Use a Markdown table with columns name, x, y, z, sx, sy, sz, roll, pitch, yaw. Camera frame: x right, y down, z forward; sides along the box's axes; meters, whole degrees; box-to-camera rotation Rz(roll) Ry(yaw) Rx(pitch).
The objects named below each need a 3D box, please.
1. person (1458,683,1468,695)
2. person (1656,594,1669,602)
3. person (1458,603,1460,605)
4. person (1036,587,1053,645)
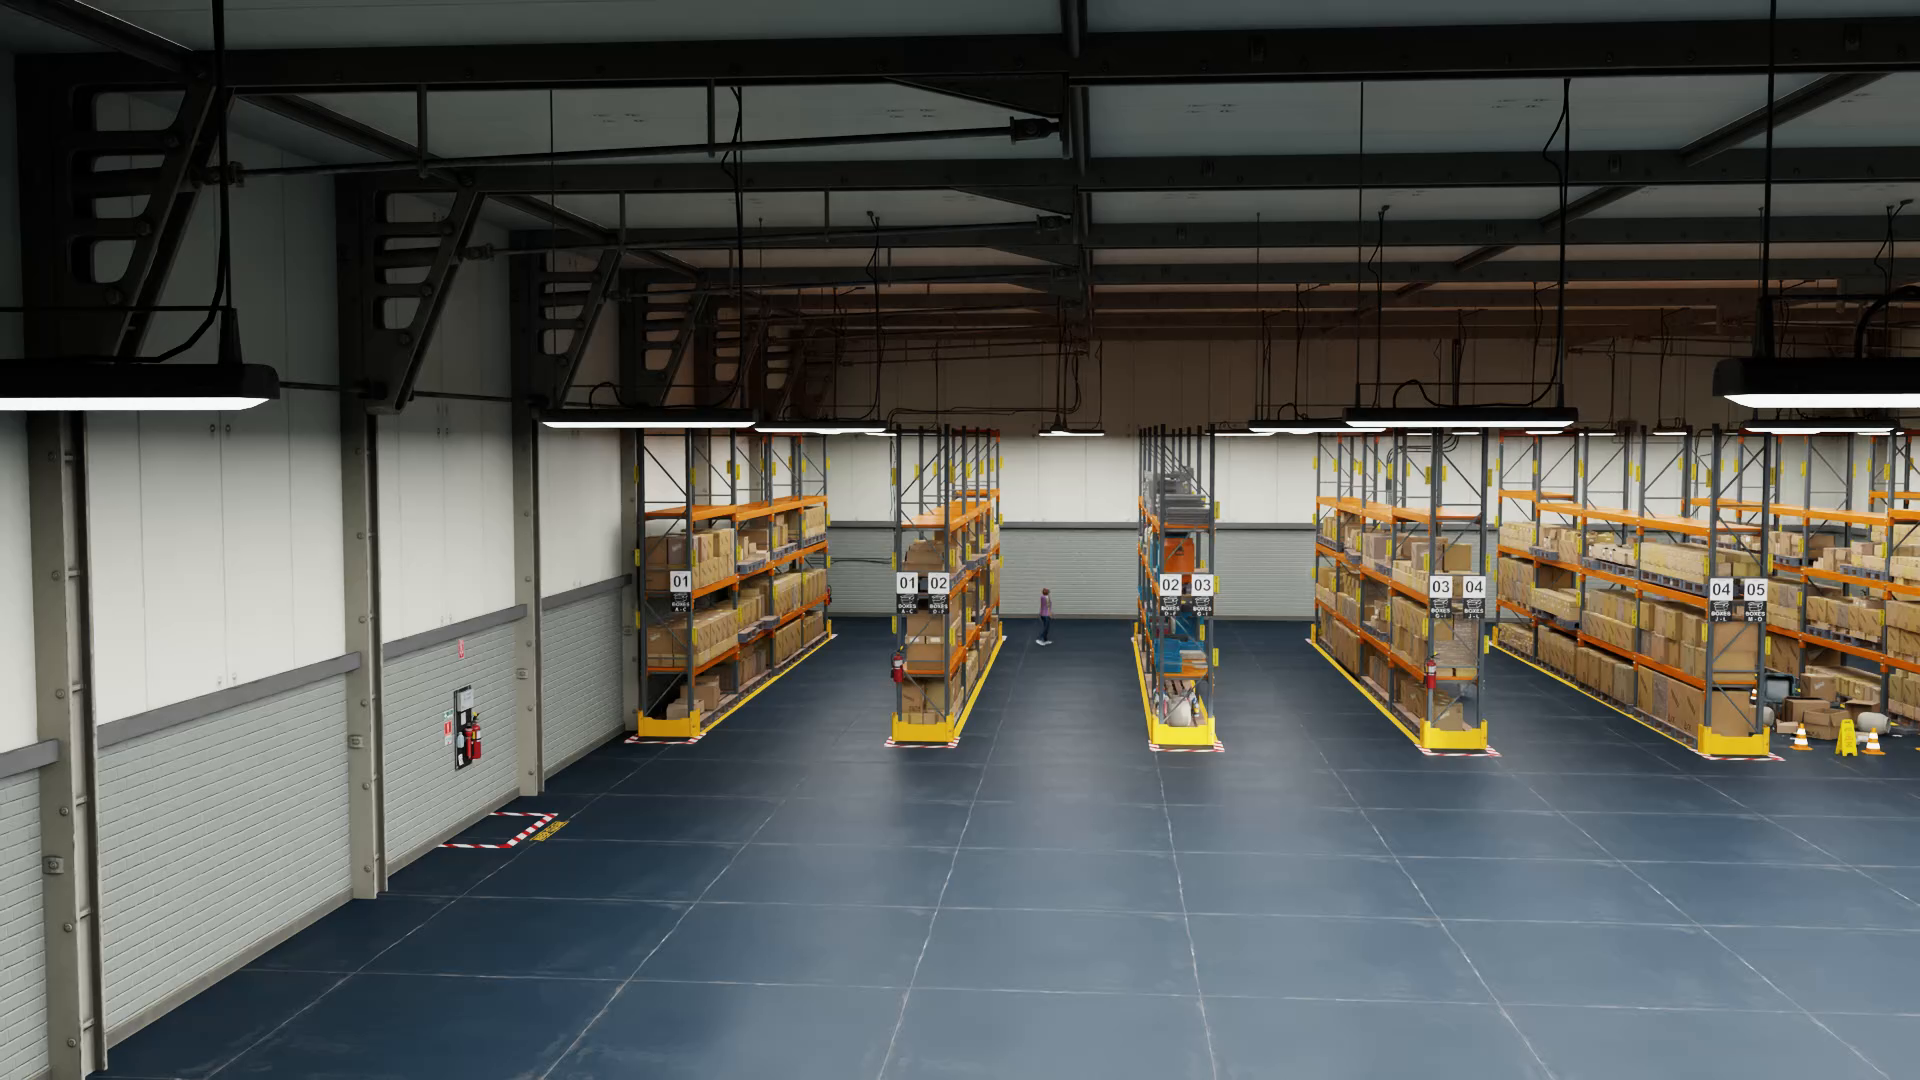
| name | x | y | z | sx | sy | sz | roll | pitch | yaw |
| --- | --- | --- | --- | --- | --- | --- | --- | --- | --- |
| person | 11.262 | 2.636 | 37.283 | 0.550 | 1.654 | 0.582 | 1 | 4 | 18 |
| person | 20.355 | 1.962 | 48.137 | 0.478 | 1.626 | 0.507 | 0 | 3 | -6 |
| person | 14.324 | 2.000 | 48.496 | 0.626 | 1.553 | 0.728 | 1 | 4 | 17 |
| person | 2.342 | 2.111 | 46.095 | 0.606 | 1.594 | 0.495 | -1 | 4 | -21 |
